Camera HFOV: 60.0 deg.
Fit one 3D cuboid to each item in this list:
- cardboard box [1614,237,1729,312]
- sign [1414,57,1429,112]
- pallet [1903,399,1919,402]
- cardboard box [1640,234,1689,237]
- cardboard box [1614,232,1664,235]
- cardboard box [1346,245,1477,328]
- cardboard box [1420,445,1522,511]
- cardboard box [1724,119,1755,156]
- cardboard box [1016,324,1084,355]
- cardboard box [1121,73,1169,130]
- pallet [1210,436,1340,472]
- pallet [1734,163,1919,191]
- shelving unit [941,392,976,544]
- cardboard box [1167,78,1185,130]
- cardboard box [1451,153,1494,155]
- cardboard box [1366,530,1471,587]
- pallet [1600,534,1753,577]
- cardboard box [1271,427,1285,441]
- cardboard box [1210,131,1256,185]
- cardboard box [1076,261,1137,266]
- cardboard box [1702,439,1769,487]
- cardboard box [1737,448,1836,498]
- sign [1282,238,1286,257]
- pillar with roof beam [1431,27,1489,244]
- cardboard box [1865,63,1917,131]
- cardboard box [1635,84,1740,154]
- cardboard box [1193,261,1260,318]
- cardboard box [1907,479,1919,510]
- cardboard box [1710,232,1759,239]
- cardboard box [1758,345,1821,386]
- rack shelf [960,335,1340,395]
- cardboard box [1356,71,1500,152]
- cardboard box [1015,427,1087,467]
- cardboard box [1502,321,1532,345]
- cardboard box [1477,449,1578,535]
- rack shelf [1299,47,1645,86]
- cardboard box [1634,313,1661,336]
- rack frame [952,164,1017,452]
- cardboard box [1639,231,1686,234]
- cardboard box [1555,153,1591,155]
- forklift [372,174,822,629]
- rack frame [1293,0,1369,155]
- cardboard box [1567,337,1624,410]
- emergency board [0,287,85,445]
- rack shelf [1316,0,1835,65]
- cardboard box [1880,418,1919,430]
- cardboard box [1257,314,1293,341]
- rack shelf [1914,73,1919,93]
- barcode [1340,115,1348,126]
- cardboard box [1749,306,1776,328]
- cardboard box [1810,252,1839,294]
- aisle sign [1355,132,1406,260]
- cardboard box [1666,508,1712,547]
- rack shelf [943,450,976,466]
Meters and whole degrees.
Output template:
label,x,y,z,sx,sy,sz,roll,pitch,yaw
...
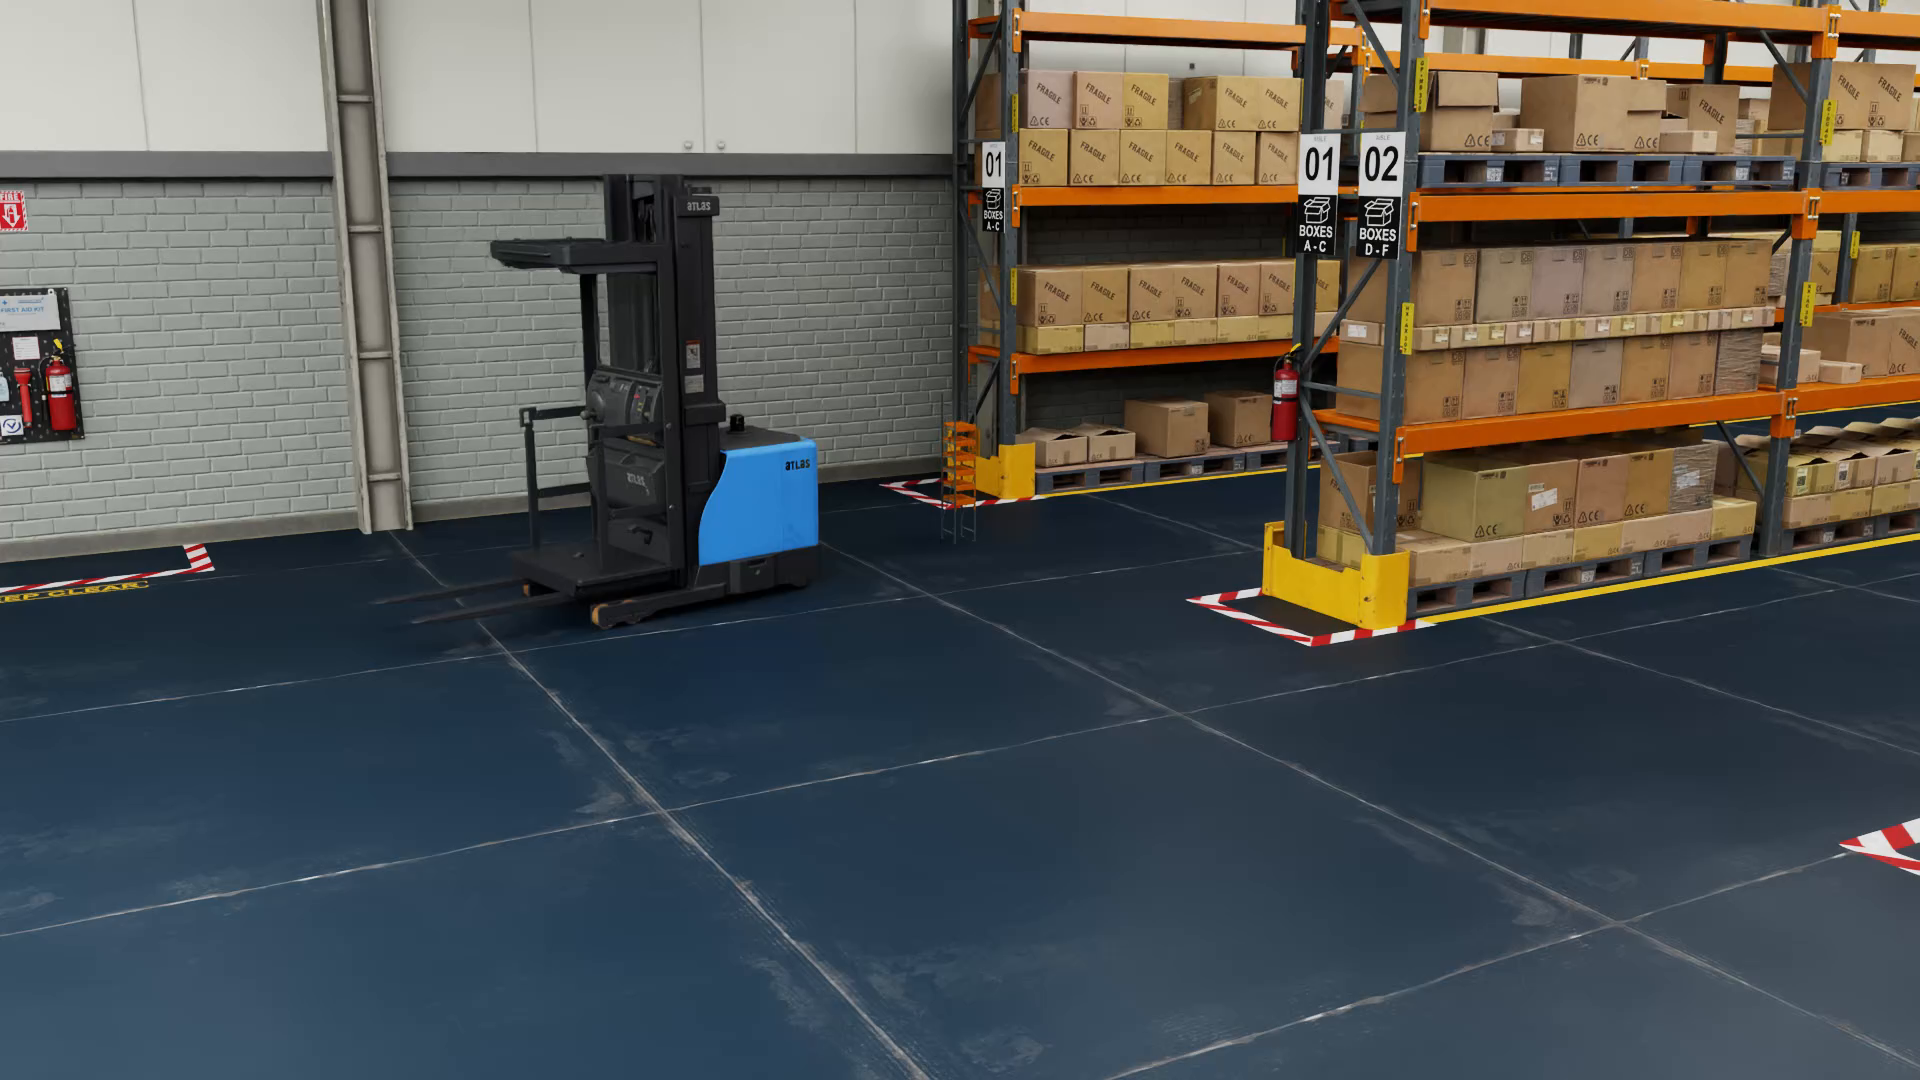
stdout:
label,x,y,z,sx,sy,sz,roll,pitch,yaw
cardboard box,5.277,-1.999,12.478,0.500,0.500,0.700,-7,14,-28
sign,2.857,-2.819,10.299,0.005,0.325,0.100,-7,14,-28
pallet,12.529,-2.048,22.230,1.213,0.211,1.003,-7,14,-28
cardboard box,8.234,-3.418,19.306,0.500,0.250,0.500,-7,14,-29
cardboard box,7.971,-3.515,19.736,0.500,0.250,0.500,-7,15,-30
cardboard box,3.058,-1.732,11.290,0.500,0.500,0.700,-7,14,-28
cardboard box,3.795,-0.449,12.370,0.500,0.500,0.500,-7,14,-28
cardboard box,8.999,-4.759,19.860,0.500,0.500,0.700,-7,14,-28
cardboard box,0.800,-1.879,15.422,0.500,0.250,0.500,-7,15,-29
cardboard box,1.583,-4.055,15.412,0.500,0.500,0.500,-6,14,-26
pallet,3.157,-0.935,17.283,1.213,0.211,1.003,-7,14,-28
pallet,6.875,-2.884,13.196,1.217,0.209,0.805,-8,15,-30
shelving unit,-0.013,-0.584,13.471,0.189,1.200,0.258,-7,14,-28
cardboard box,1.834,-4.216,16.129,0.500,0.500,0.500,-7,14,-28
cardboard box,5.331,-4.262,17.698,0.500,0.500,0.500,-7,15,-30
cardboard box,3.173,0.125,11.527,0.500,0.250,0.500,-7,14,-28
pallet,5.389,0.017,13.051,1.213,0.211,1.003,-7,14,-28
cardboard box,3.275,-1.143,17.308,0.250,0.166,0.380,-9,16,-35
cardboard box,2.487,-3.678,16.014,0.500,0.500,0.500,-7,15,-30
cardboard box,1.429,-2.451,16.258,0.500,0.500,0.500,-7,15,-29
cardboard box,6.325,-0.654,13.710,0.500,0.311,0.500,-7,14,-28
cardboard box,6.589,-0.551,13.255,0.500,0.311,0.500,-7,14,-28
sign,3.461,-3.044,17.668,0.005,0.325,0.100,-7,14,-28
pillar with roof beam,7.748,-4.921,14.979,0.400,9.000,9.100,-7,14,-28
cardboard box,7.156,-3.501,13.180,0.500,0.500,0.500,-5,14,-22
cardboard box,5.538,-3.202,12.670,0.500,0.500,0.500,-6,14,-23
cardboard box,2.581,-2.462,16.303,0.500,0.500,0.500,-7,15,-29
cardboard box,7.929,-0.439,14.033,0.500,0.250,0.500,-7,14,-27
cardboard box,9.116,-3.526,19.787,0.500,0.250,0.500,-7,15,-29
cardboard box,6.518,-1.406,13.365,0.500,0.250,0.500,-6,14,-24
rack shelf,1.975,-1.812,16.465,4.000,0.370,1.077,-7,14,-28
cardboard box,3.102,-2.844,11.074,0.637,0.503,0.797,-6,14,-24
cardboard box,0.869,-0.910,15.945,0.500,0.311,0.500,-9,15,-34
cardboard box,3.716,-1.443,11.485,0.250,0.149,0.380,-7,14,-29
cardboard box,4.044,-0.349,11.925,0.500,0.500,0.500,-7,14,-28
rack shelf,5.485,-4.964,17.720,4.000,0.370,1.077,-7,14,-28
cardboard box,4.856,-1.581,12.096,0.250,0.149,0.380,-6,14,-26
rack frame,0.219,-1.952,15.452,0.127,3.000,1.000,-7,14,-28
cardboard box,8.423,-3.568,19.973,0.500,0.250,0.500,-7,15,-29
cardboard box,6.738,-4.096,18.302,0.500,0.311,0.500,-7,14,-28
forklift,-2.458,-0.971,11.247,3.031,2.935,1.130,-11,17,-39
rack frame,3.730,-5.300,16.663,0.127,3.000,1.000,-7,14,-28
cardboard box,4.369,-1.257,12.134,0.500,0.500,0.700,-6,14,-26
emergency board,-7.035,-1.309,12.592,0.643,1.169,0.194,-7,14,-28
rack shelf,4.351,-3.589,11.610,4.000,0.370,1.077,-7,14,-28
cardboard box,8.560,-0.921,14.899,0.500,0.311,0.500,-7,15,-29
cardboard box,3.018,-2.150,16.629,0.500,0.250,0.500,-7,14,-28
rack shelf,12.507,-5.806,21.460,4.000,0.370,1.077,-7,14,-28
barcode,2.630,-2.869,11.372,0.075,0.075,0.001,-7,14,-28
cardboard box,5.971,-1.714,12.688,0.250,0.149,0.380,-7,14,-28
cardboard box,10.467,-3.321,20.583,0.500,0.500,0.500,-7,15,-29
aisle sign,2.685,-2.200,10.633,0.004,0.787,0.394,-7,14,-28
cardboard box,5.361,-0.141,12.708,0.500,0.250,0.500,-7,14,-28
rack shelf,-0.013,-0.658,13.454,0.180,0.103,0.258,-7,14,-28
